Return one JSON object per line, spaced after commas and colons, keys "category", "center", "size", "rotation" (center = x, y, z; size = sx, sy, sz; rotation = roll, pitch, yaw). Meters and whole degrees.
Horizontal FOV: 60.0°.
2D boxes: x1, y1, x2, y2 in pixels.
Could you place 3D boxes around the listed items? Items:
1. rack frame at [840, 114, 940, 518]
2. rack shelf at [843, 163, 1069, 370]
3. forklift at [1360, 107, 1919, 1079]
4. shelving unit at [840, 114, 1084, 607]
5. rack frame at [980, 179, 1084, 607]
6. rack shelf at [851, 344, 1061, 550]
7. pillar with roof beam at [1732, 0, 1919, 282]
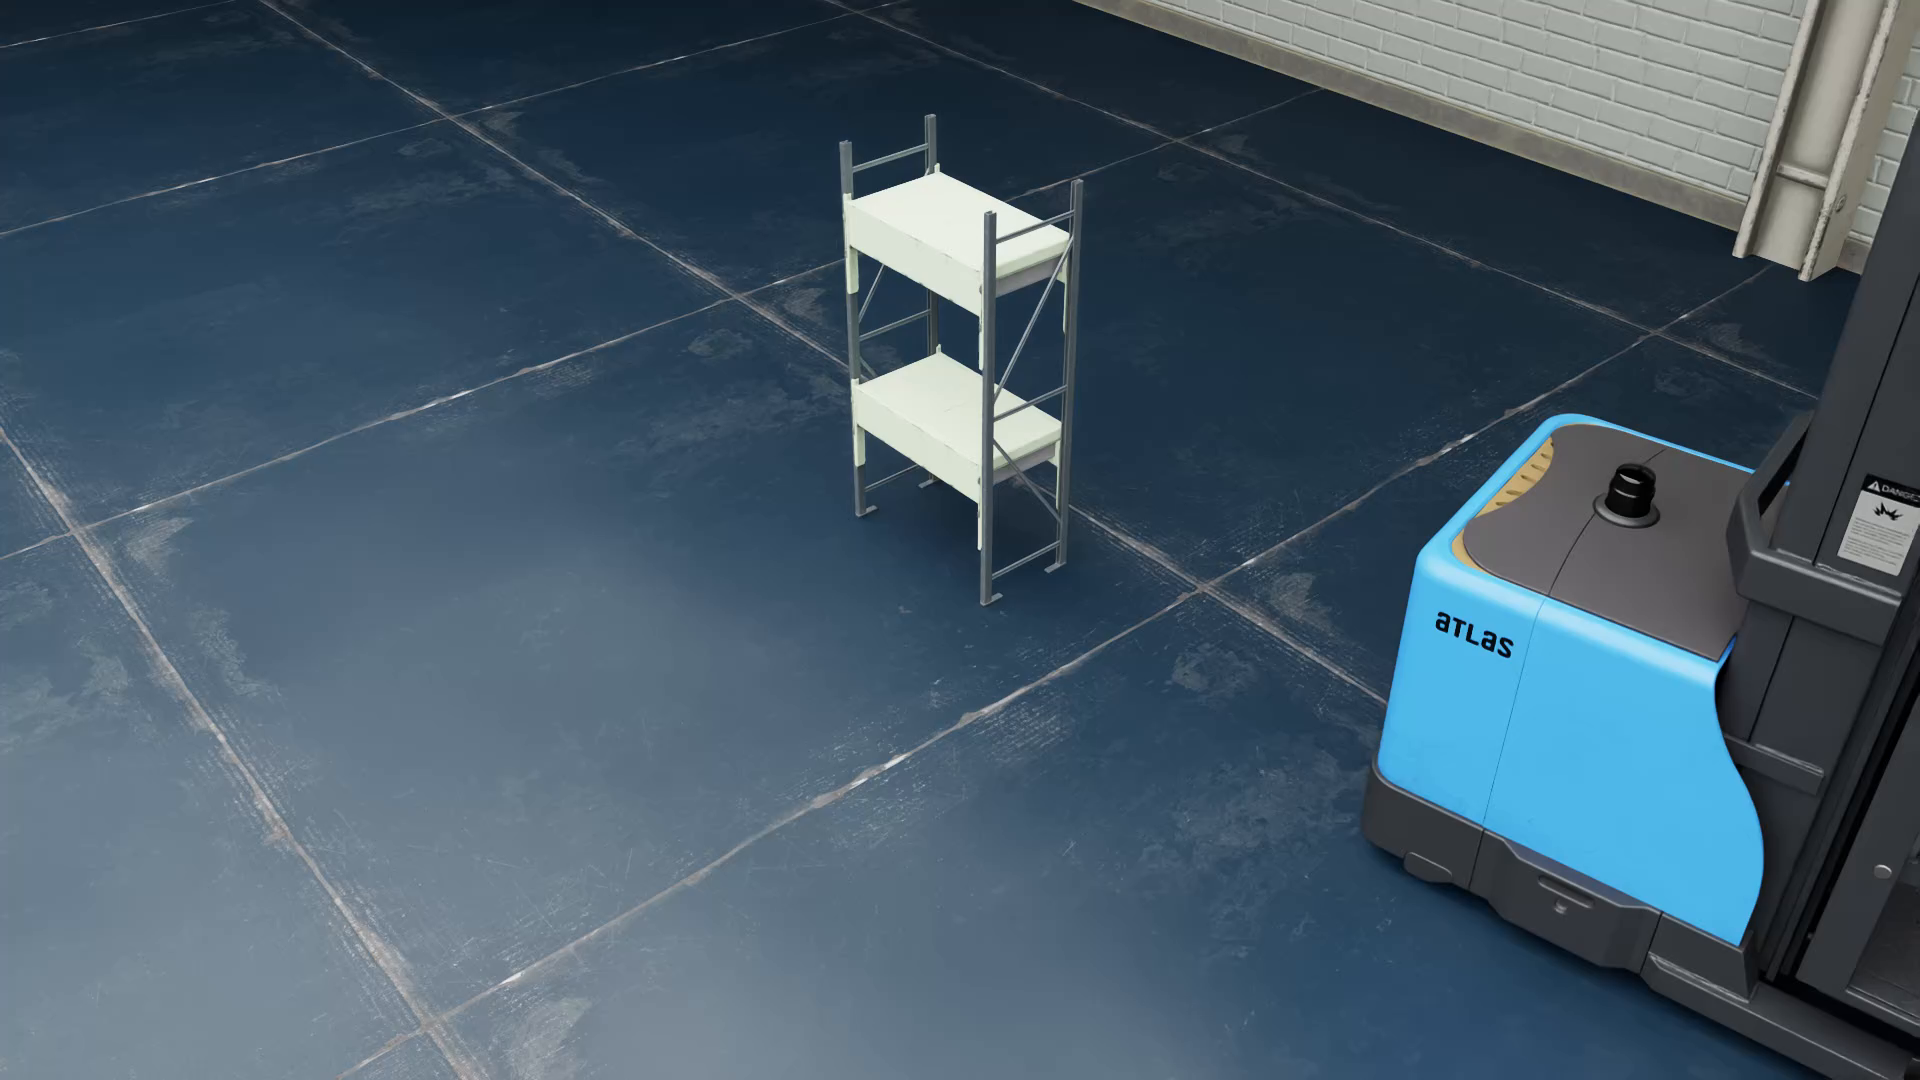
{"category": "rack frame", "center": [-0.241, -0.777, 6.049], "size": [0.400, 1.500, 0.023], "rotation": [-26, 43, -32]}
{"category": "rack shelf", "center": [-0.004, -0.933, 5.595], "size": [0.431, 0.370, 0.720], "rotation": [-26, 43, -32]}
{"category": "forklift", "center": [2.659, 0.026, 3.678], "size": [3.031, 2.935, 1.130], "rotation": [24, 42, 30]}
{"category": "shelving unit", "center": [-0.004, -0.615, 5.821], "size": [0.431, 1.500, 0.755], "rotation": [-26, 43, -32]}
{"category": "rack frame", "center": [0.232, -0.453, 5.593], "size": [0.400, 1.500, 0.023], "rotation": [-26, 43, -32]}
{"category": "rack shelf", "center": [-0.004, -0.349, 6.009], "size": [0.431, 0.370, 0.720], "rotation": [-26, 43, -32]}
{"category": "pillar with roof beam", "center": [0.783, -3.452, 3.338], "size": [9.100, 9.000, 0.400], "rotation": [-26, 43, -32]}
